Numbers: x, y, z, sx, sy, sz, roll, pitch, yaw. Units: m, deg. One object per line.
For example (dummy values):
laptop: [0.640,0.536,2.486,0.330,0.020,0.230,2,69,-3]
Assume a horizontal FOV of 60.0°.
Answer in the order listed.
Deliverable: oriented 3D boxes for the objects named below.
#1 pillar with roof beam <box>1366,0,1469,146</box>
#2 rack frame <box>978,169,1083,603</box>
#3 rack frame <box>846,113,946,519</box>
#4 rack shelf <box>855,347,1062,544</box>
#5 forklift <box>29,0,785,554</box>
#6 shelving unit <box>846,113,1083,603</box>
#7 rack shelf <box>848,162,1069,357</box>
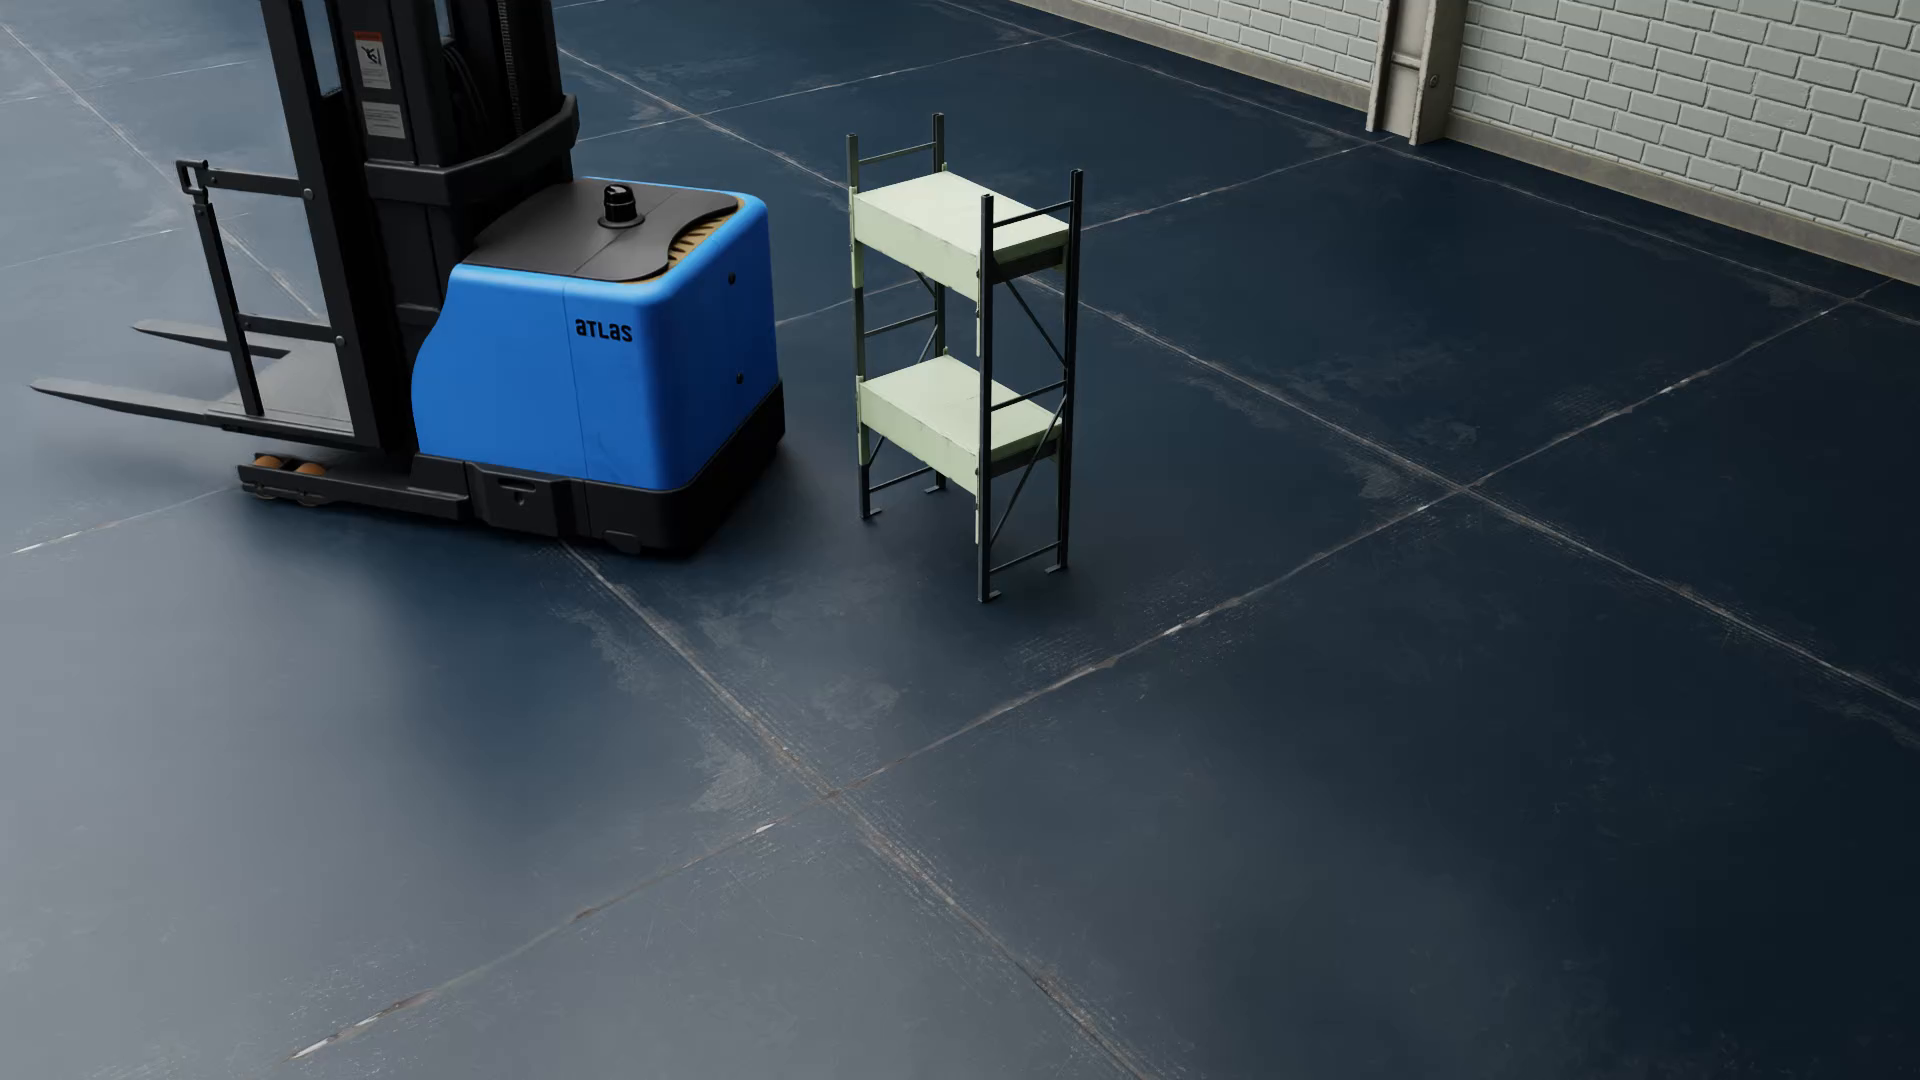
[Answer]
pillar with roof beam: [-0.631,-4.958,5.704,9.100,9.000,0.400,-22,38,-31]
rack frame: [0.229,-0.482,5.604,0.400,1.500,0.023,-22,38,-31]
rack frame: [-0.220,-0.787,6.095,0.400,1.500,0.023,-22,38,-31]
rack shelf: [0.004,-0.357,6.022,0.431,0.370,0.720,-22,38,-31]
forklift: [-2.292,-1.630,6.097,3.031,2.935,1.130,9,33,14]
shelving unit: [0.004,-0.634,5.850,0.431,1.500,0.755,-22,38,-31]
rack shelf: [0.004,-0.966,5.644,0.431,0.370,0.720,-22,38,-31]
